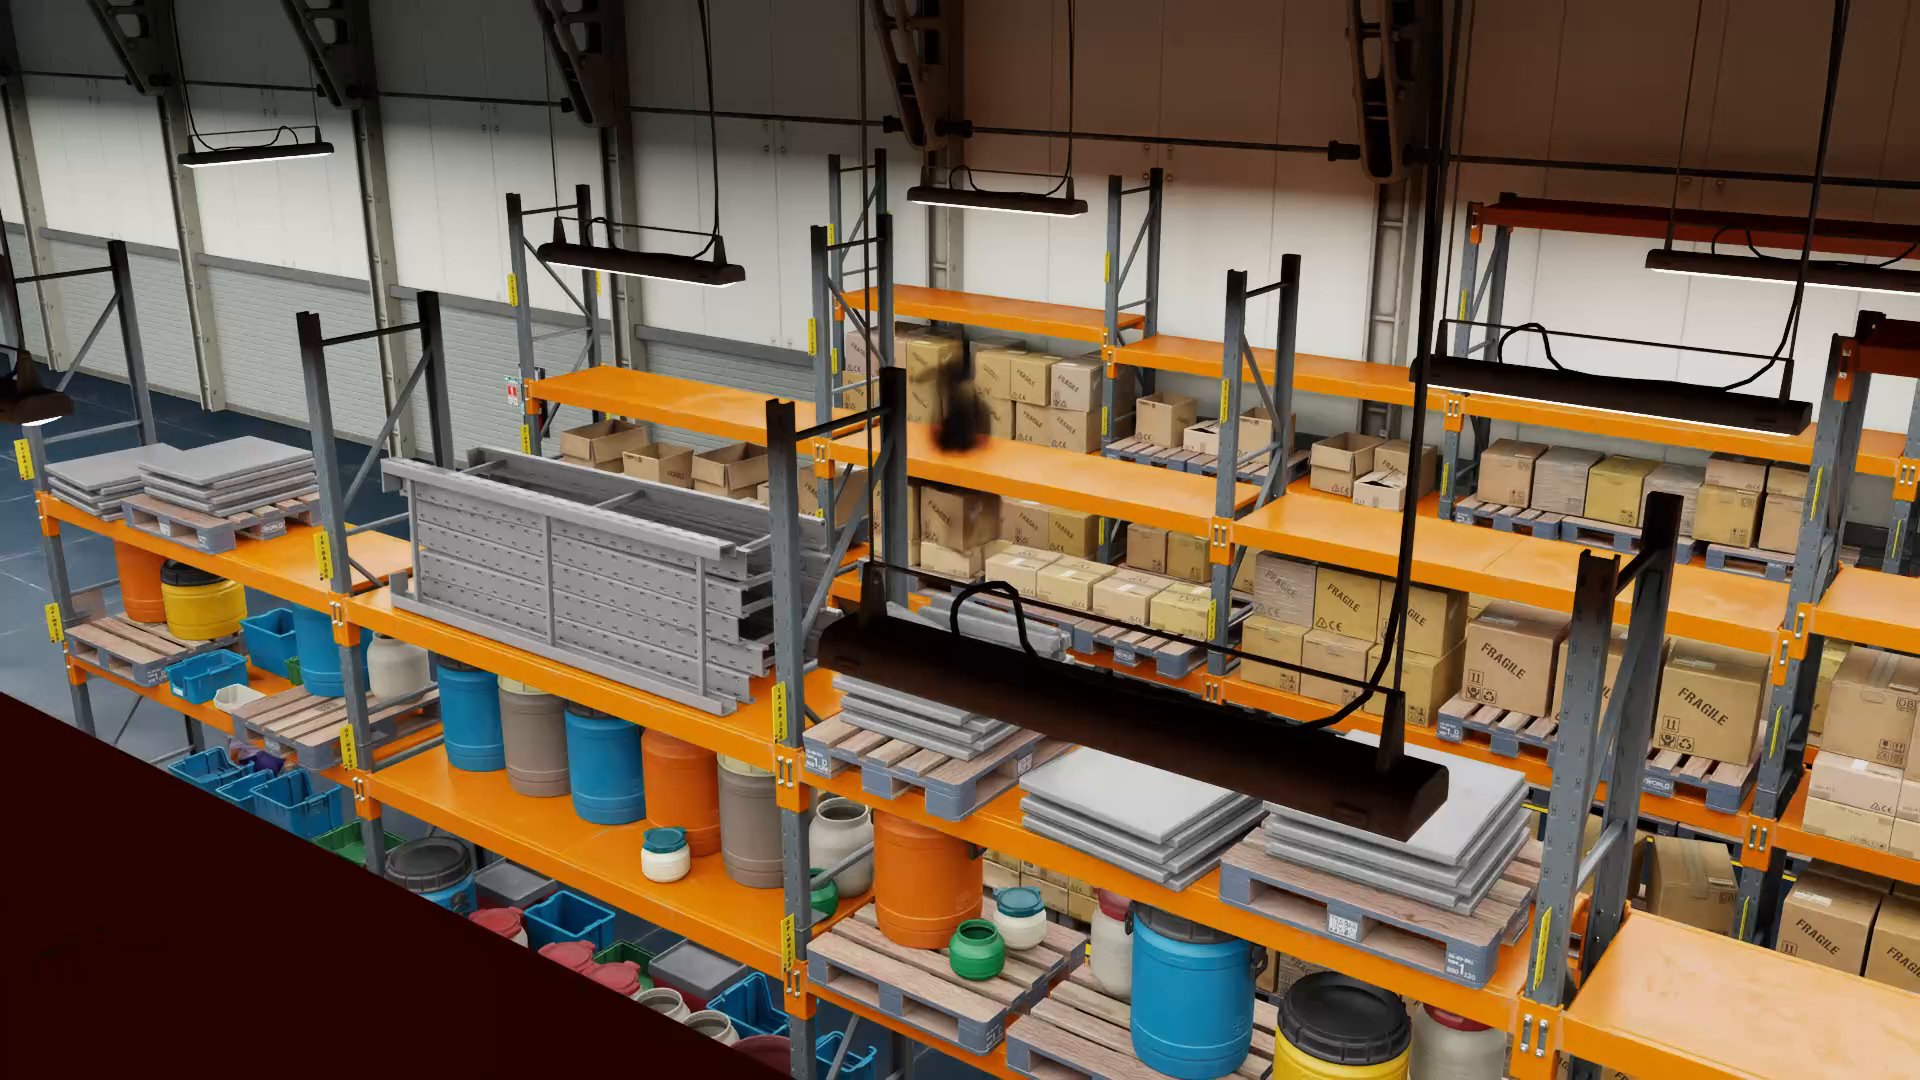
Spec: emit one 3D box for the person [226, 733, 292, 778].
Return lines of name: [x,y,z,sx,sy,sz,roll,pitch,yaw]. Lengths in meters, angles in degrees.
person: [-6.745,2.189,16.081,0.968,1.604,0.572,3,19,8]
